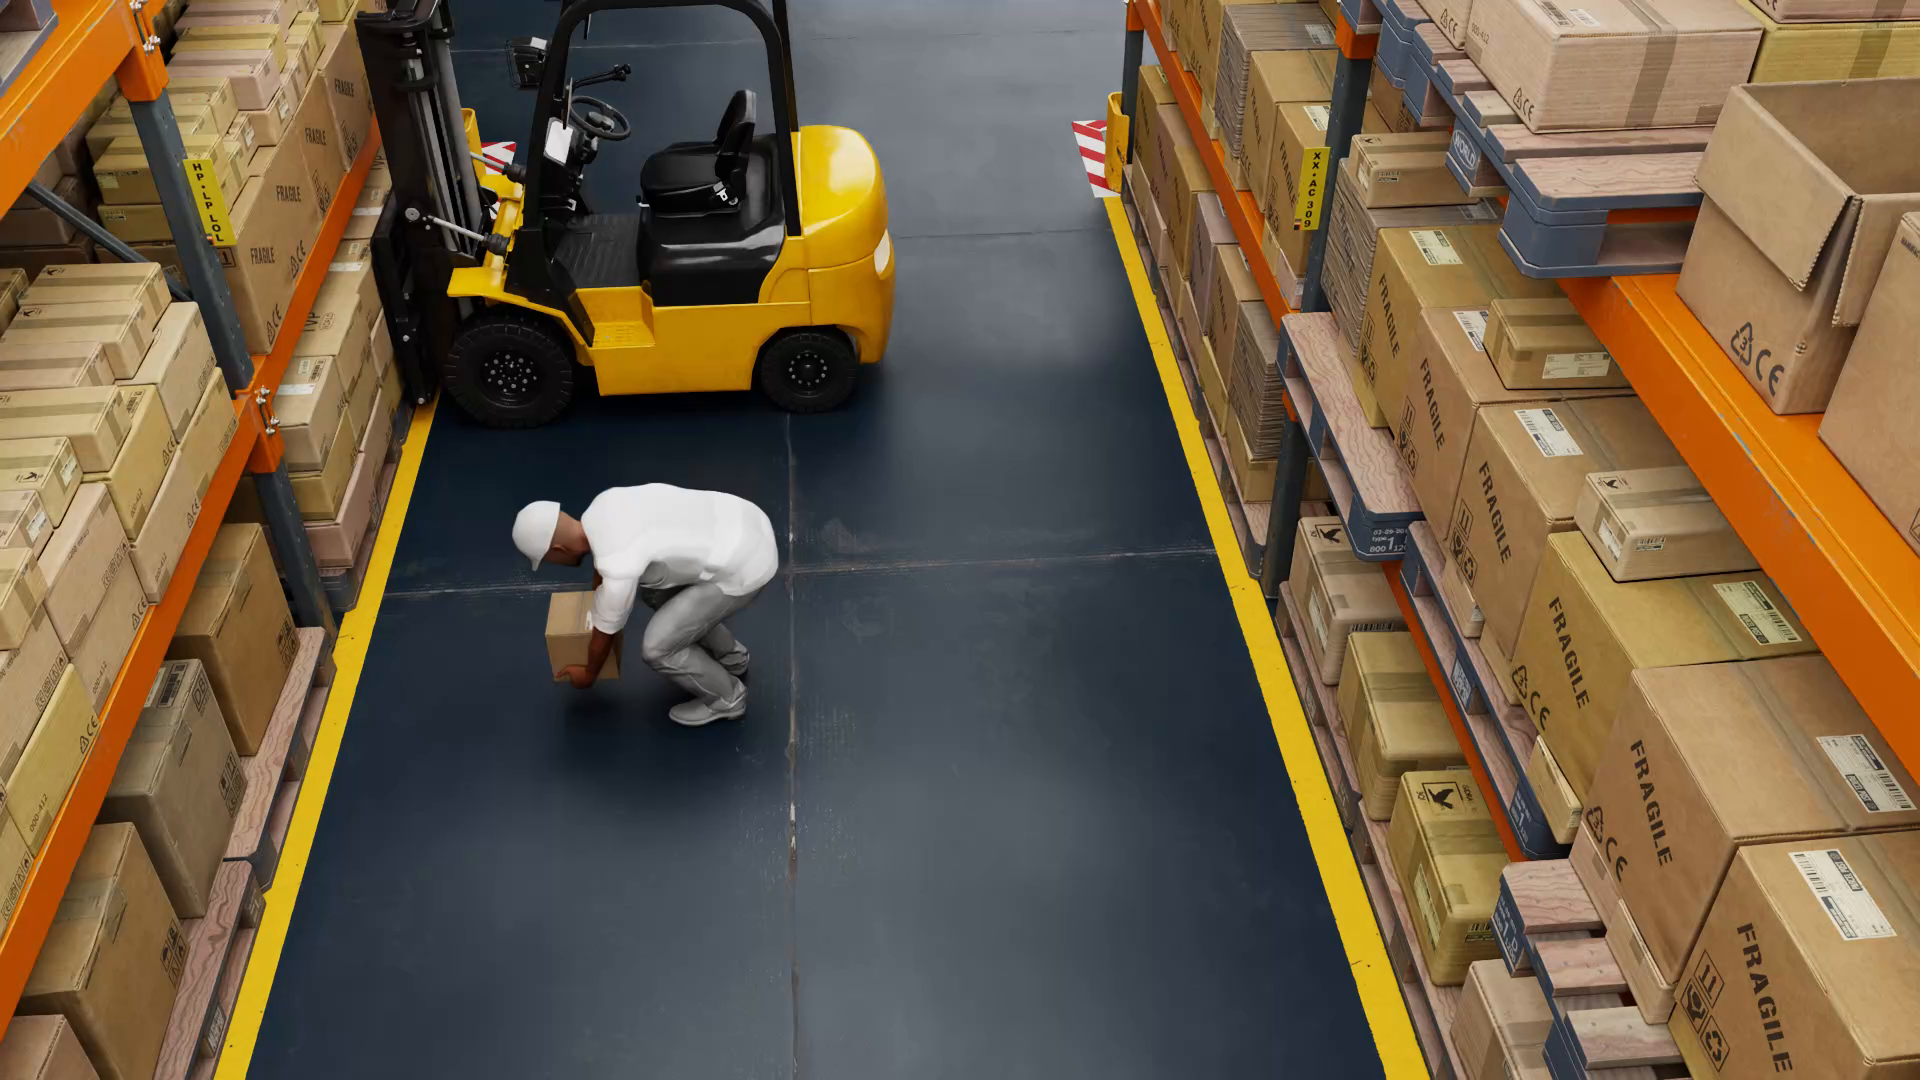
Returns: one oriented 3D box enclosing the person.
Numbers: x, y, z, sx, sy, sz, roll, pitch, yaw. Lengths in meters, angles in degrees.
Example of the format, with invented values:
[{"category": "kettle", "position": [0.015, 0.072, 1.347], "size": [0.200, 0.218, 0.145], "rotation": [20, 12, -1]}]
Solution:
[{"category": "person", "position": [-1.174, 0.238, 6.430], "size": [0.961, 1.026, 0.522], "rotation": [-5, 39, -6]}]
